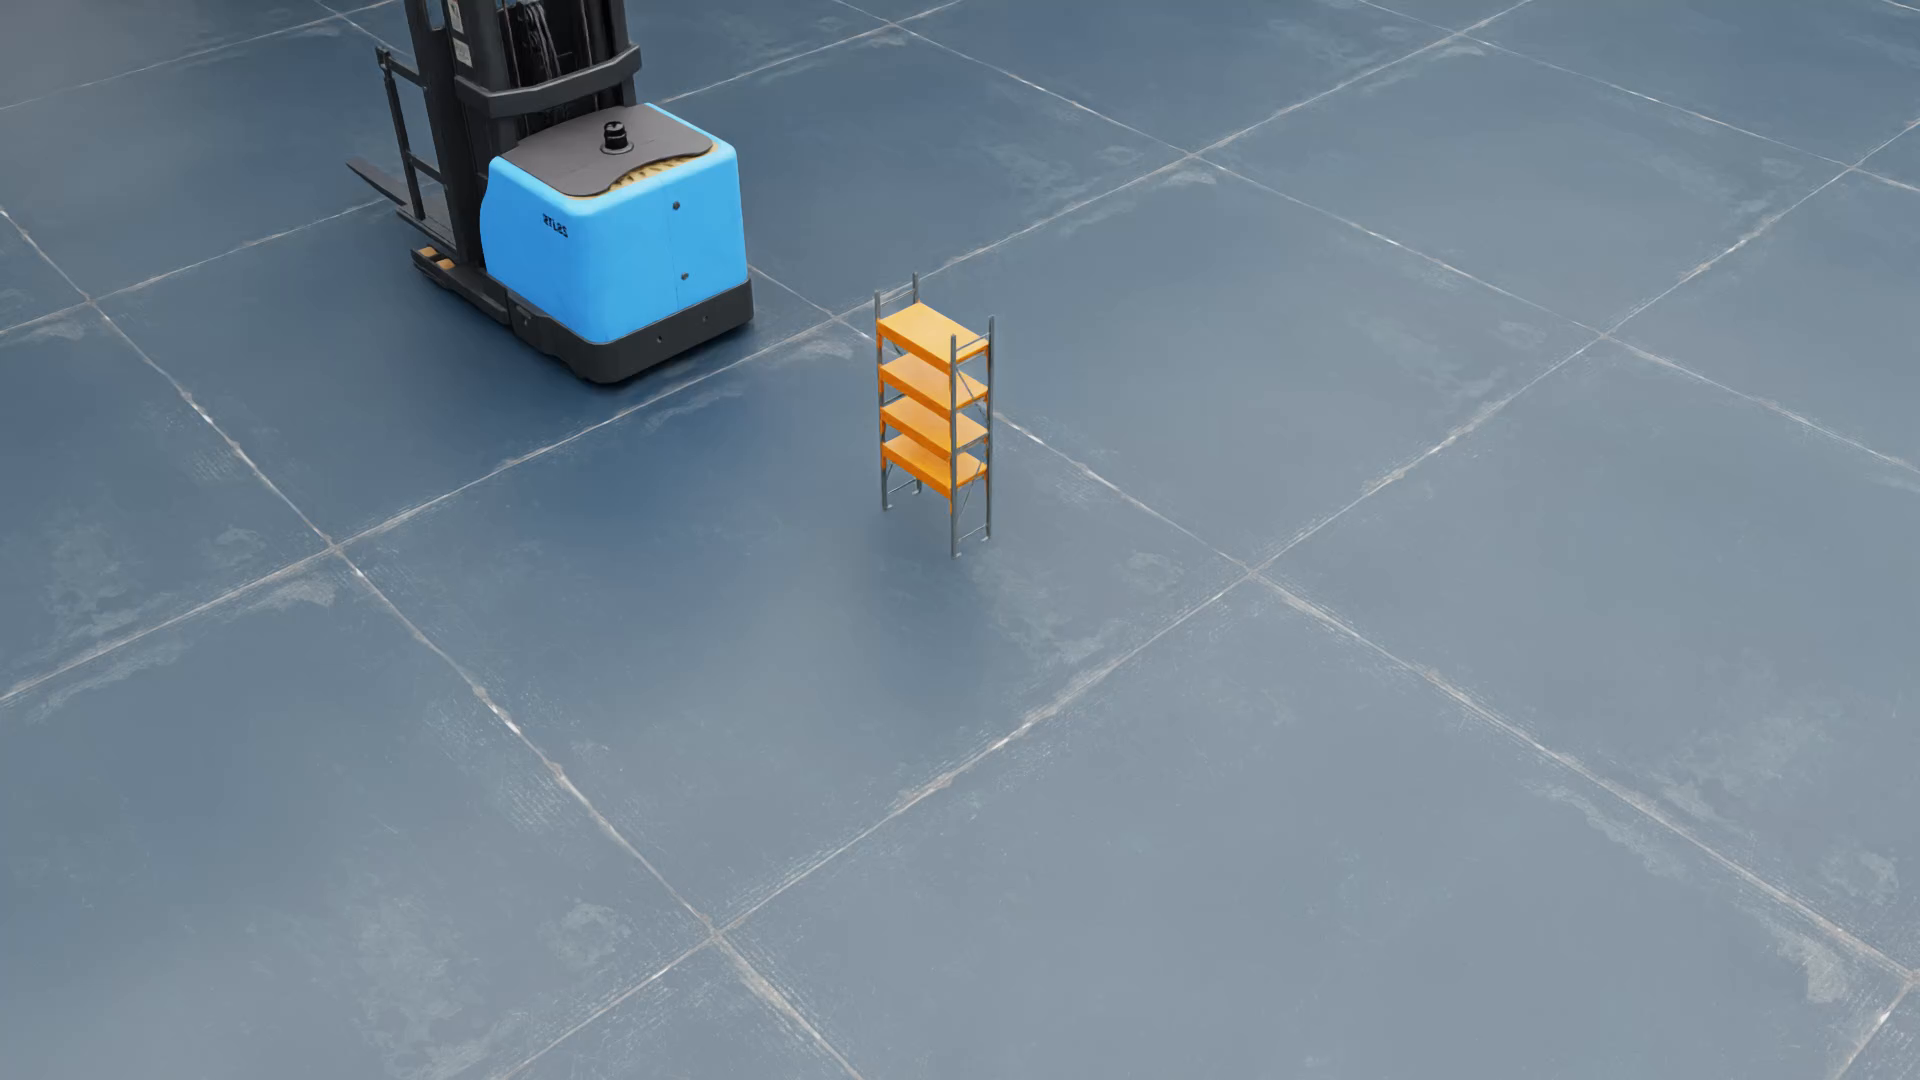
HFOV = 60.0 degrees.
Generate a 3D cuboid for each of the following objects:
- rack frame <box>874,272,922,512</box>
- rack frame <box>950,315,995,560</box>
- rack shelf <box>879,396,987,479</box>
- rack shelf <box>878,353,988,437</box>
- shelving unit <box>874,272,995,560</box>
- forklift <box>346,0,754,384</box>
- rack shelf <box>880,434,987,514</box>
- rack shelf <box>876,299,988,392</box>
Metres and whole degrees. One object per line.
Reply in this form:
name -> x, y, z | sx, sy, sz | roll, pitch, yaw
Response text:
rack frame -> -0.277, -0.656, 7.608 | 0.240, 1.200, 0.015 | -30, 48, -32
rack frame -> 0.053, -0.430, 7.328 | 0.240, 1.200, 0.015 | -30, 48, -32
rack shelf -> -0.112, -0.491, 7.510 | 0.258, 0.148, 0.480 | -30, 48, -32
rack shelf -> -0.112, -0.665, 7.370 | 0.258, 0.148, 0.480 | -30, 48, -32
shelving unit -> -0.112, -0.543, 7.468 | 0.258, 1.200, 0.503 | -30, 48, -32
forklift -> -2.521, -2.782, 8.862 | 1.130, 2.935, 3.031 | -31, 48, -33
rack shelf -> -0.112, -0.337, 7.635 | 0.258, 0.148, 0.480 | -30, 48, -32
rack shelf -> -0.112, -0.849, 7.221 | 0.258, 0.148, 0.480 | -30, 48, -32
